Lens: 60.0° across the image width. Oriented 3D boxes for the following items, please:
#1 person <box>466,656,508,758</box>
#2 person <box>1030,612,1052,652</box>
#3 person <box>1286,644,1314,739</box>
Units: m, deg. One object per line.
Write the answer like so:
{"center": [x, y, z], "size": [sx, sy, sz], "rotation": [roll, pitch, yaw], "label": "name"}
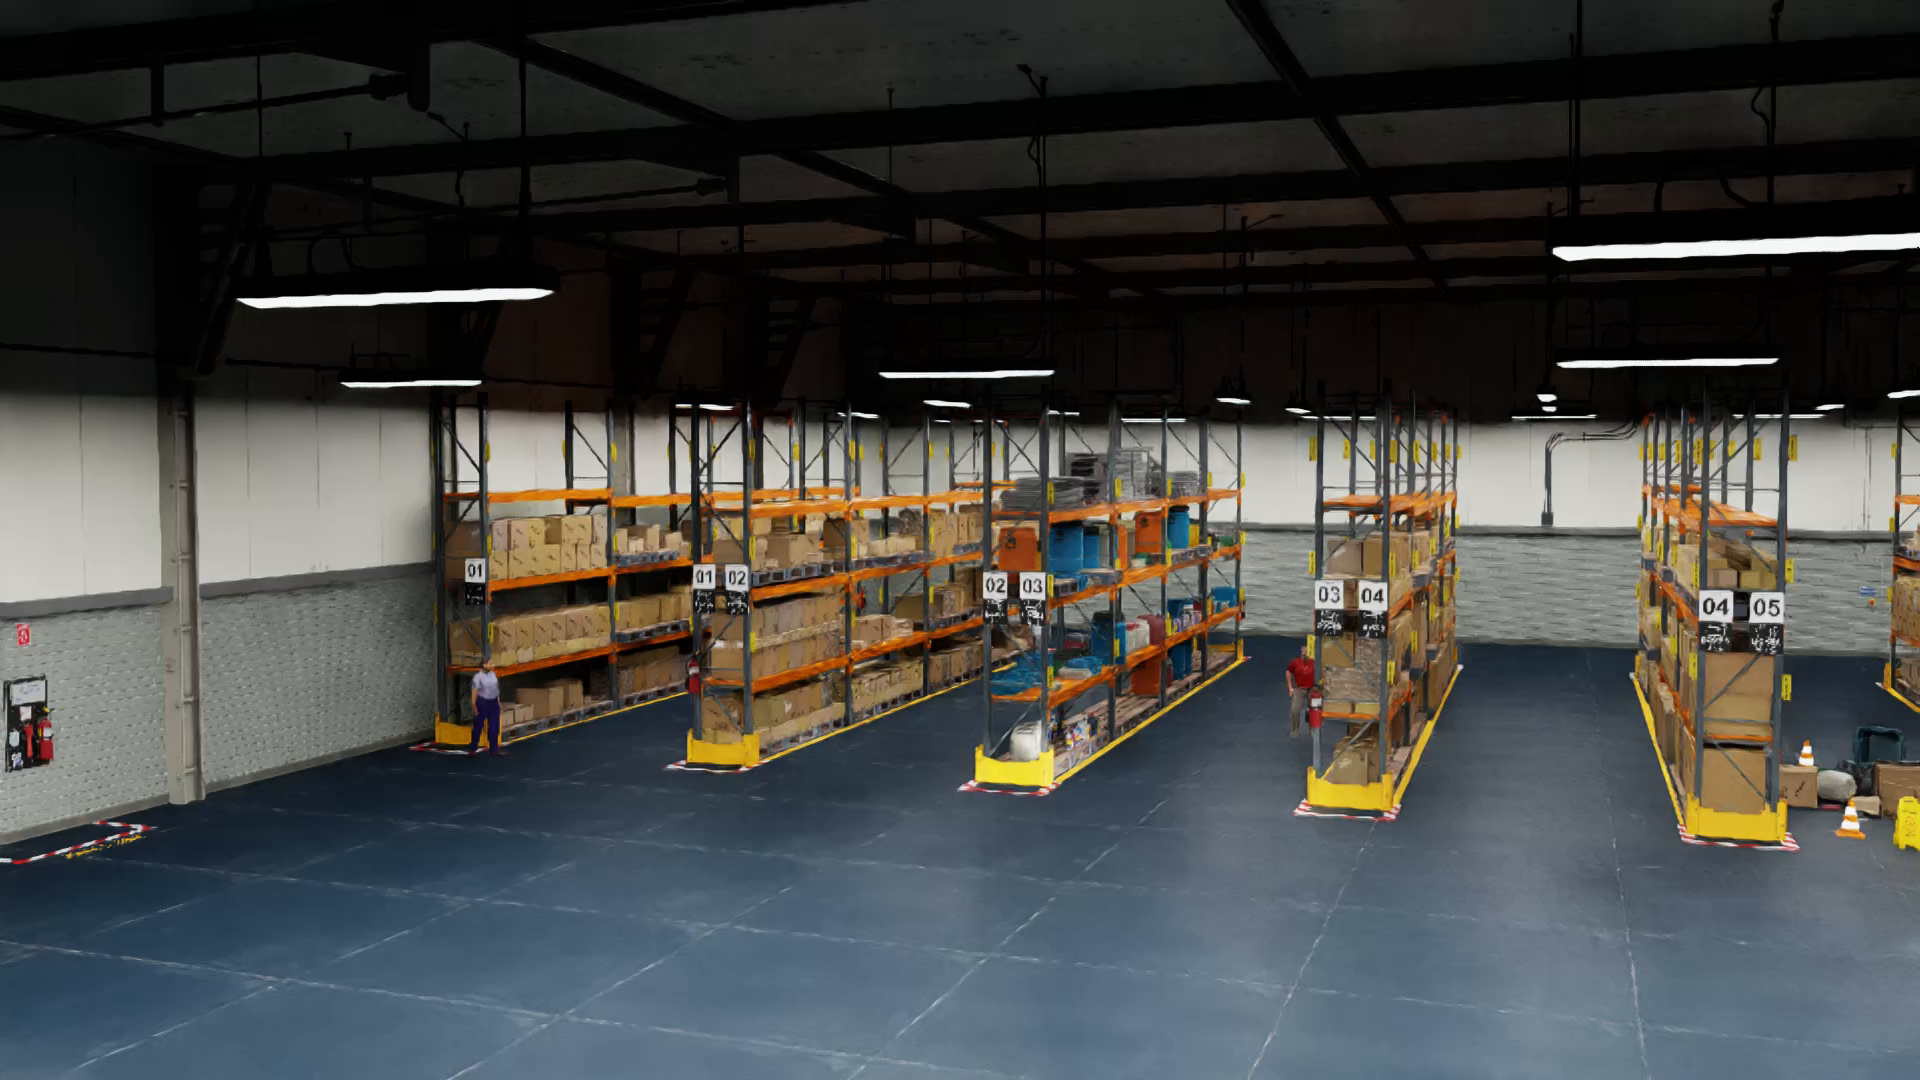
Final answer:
{"center": [-7.796, 2.727, 27.260], "size": [0.453, 1.649, 0.645], "rotation": [2, 4, 30], "label": "person"}
{"center": [1.801, 2.113, 37.354], "size": [0.626, 1.768, 0.576], "rotation": [-2, 4, -39], "label": "person"}
{"center": [6.000, 2.631, 28.892], "size": [0.682, 1.676, 0.535], "rotation": [1, 3, 19], "label": "person"}
